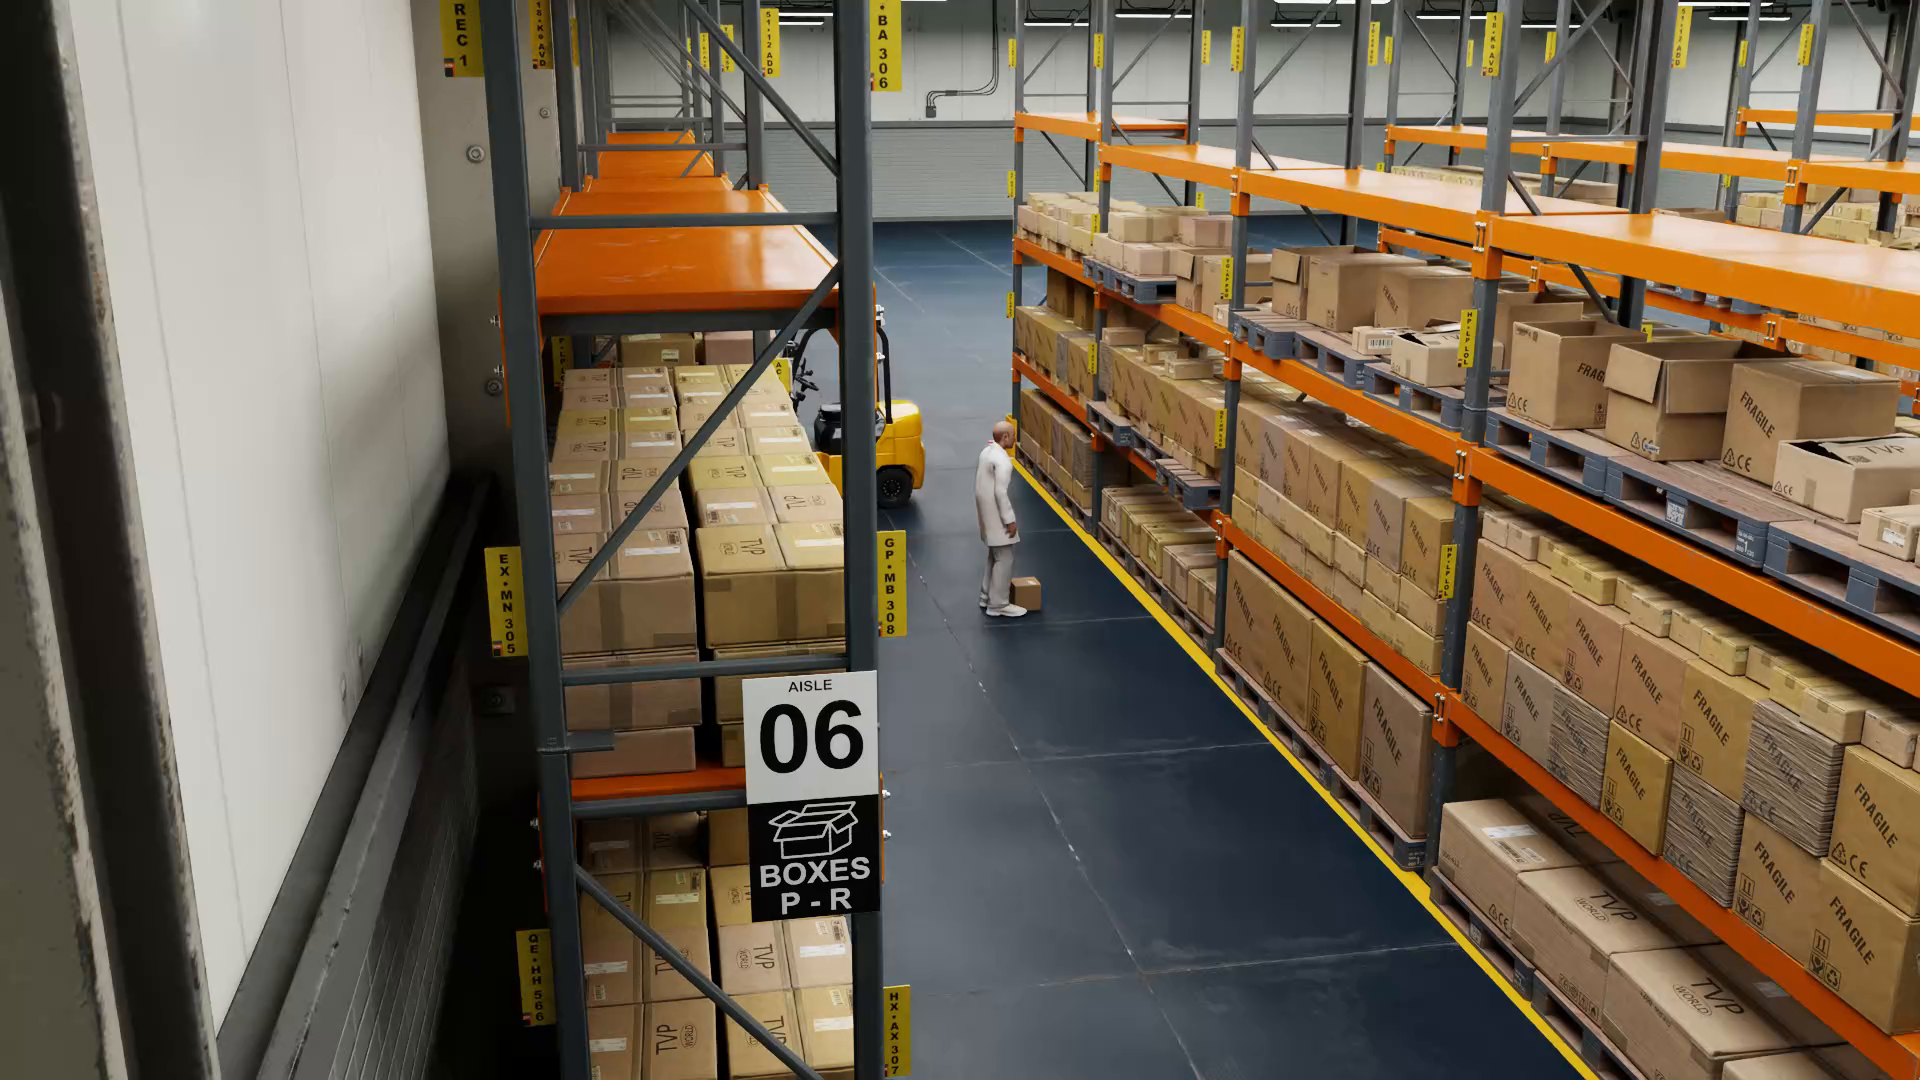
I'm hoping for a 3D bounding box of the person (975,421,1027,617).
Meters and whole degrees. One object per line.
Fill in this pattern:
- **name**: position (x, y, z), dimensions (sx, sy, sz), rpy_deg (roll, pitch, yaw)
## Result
- **person**: position (0.360, -0.216, 15.308), dimensions (0.420, 1.775, 0.654), rpy_deg (-4, 17, -13)
